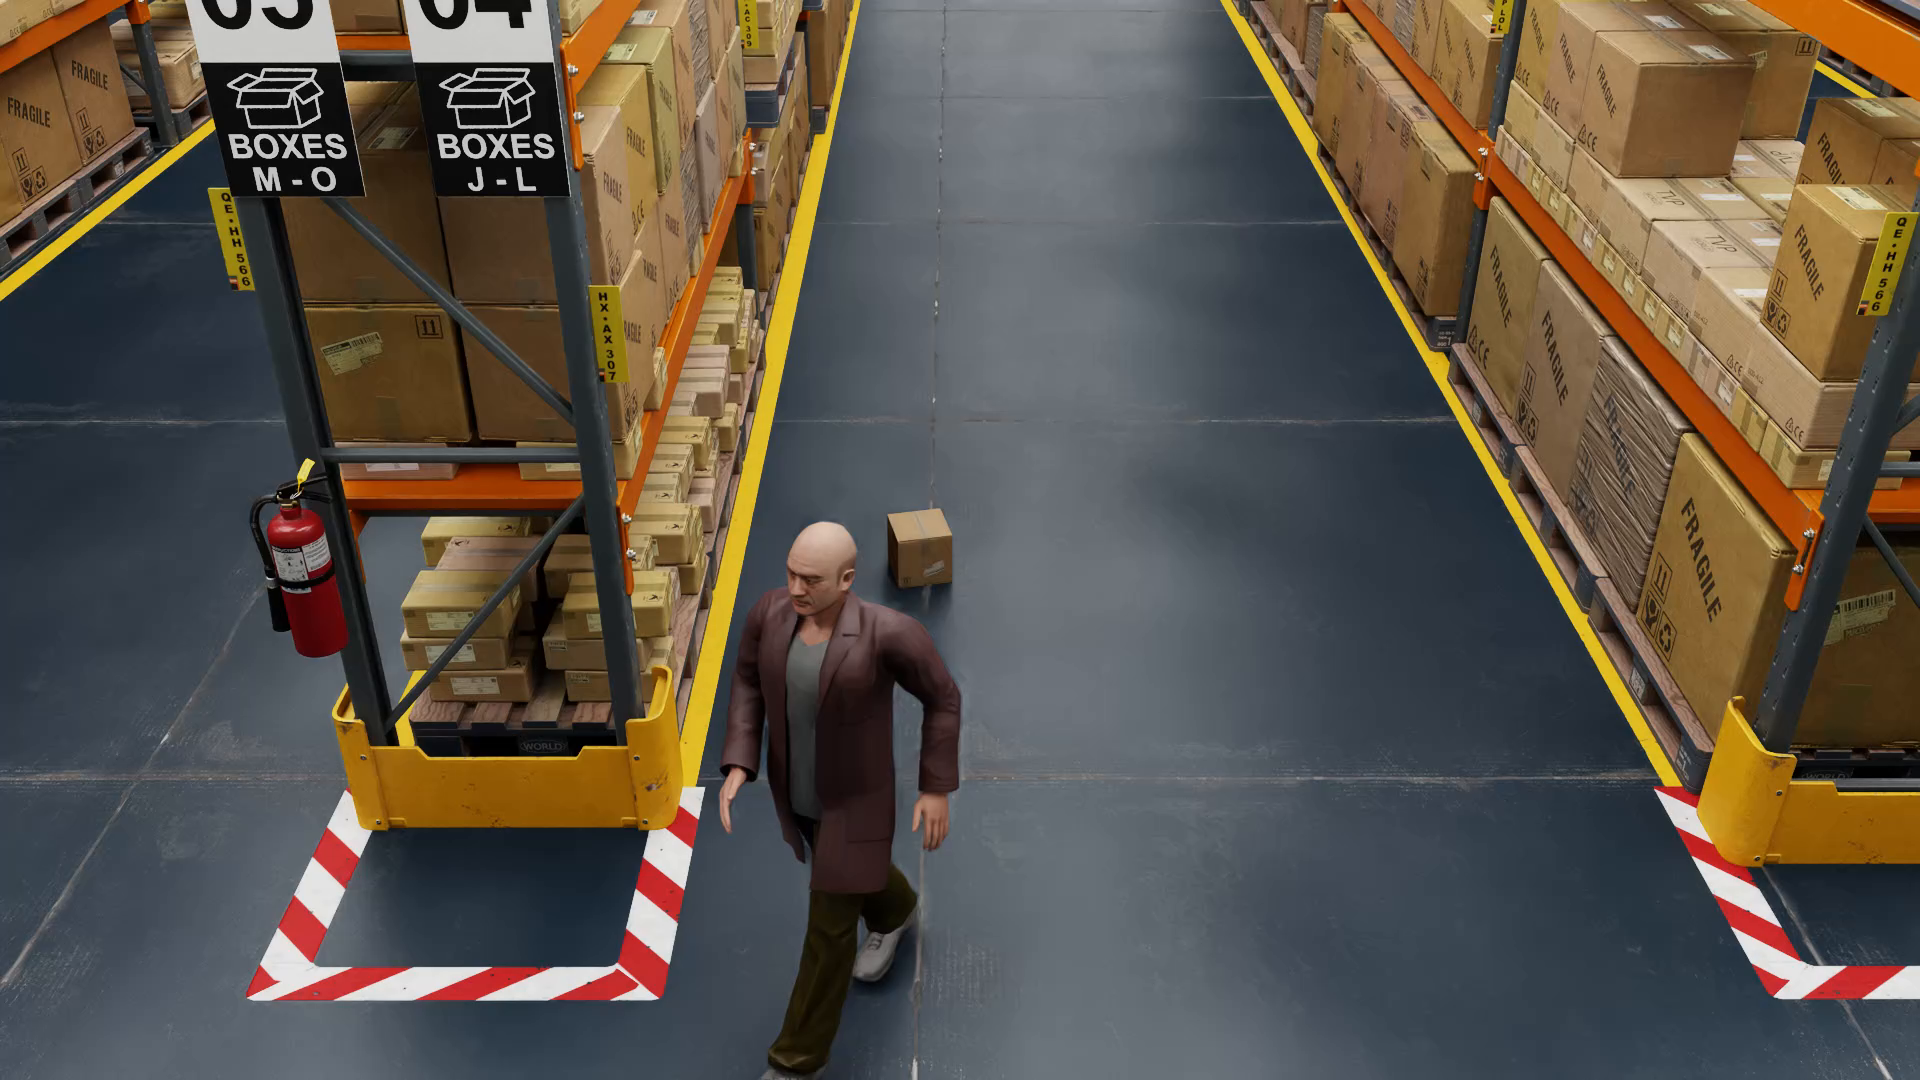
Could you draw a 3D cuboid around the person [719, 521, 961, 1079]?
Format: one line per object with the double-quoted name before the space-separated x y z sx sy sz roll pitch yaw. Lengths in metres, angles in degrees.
"person" -0.426 0.776 4.855 0.707 1.744 1.064 19 36 29
